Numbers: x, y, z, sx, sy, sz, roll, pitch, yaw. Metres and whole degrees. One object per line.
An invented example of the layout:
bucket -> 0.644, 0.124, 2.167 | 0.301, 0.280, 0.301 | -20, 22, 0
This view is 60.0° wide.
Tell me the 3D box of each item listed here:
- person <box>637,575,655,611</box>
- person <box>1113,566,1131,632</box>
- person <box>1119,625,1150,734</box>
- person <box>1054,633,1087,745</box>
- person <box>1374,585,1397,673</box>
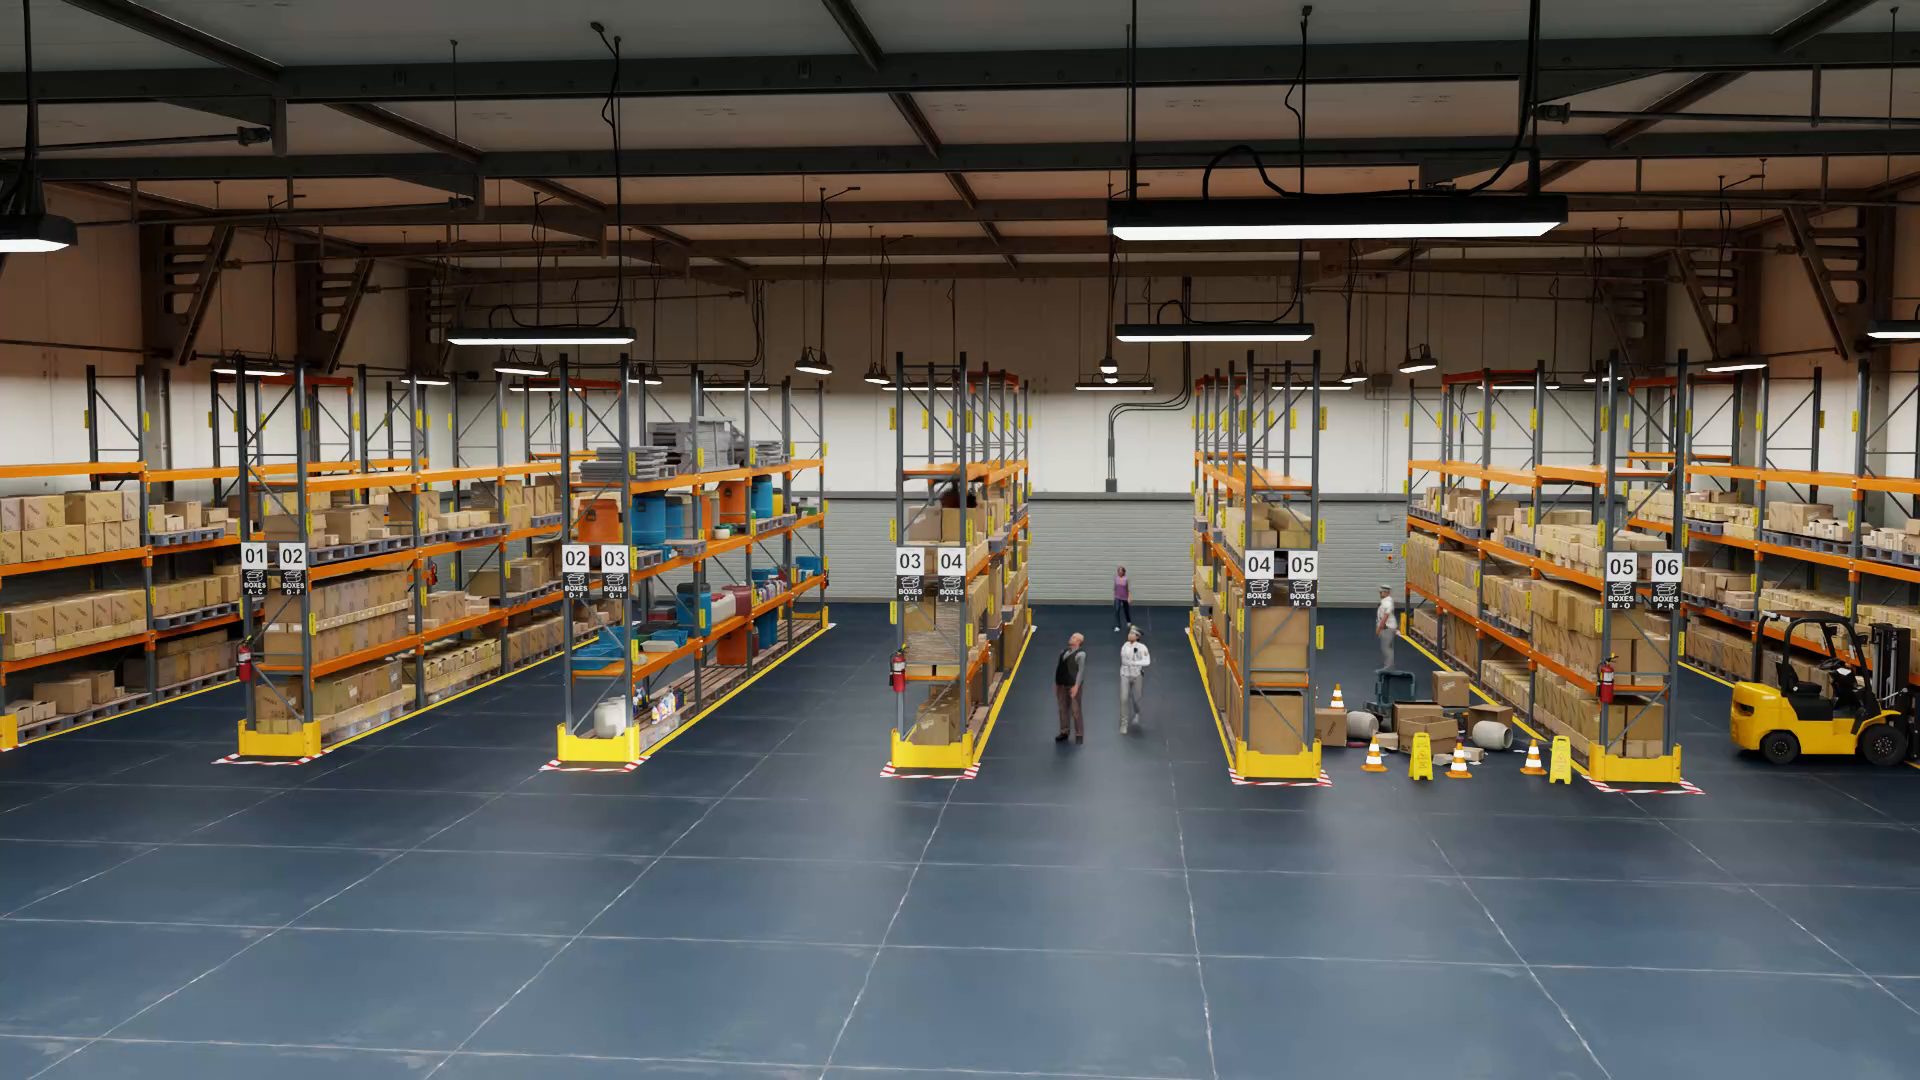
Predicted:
person -> -8.148, 1.122, 43.244 | 0.507, 1.603, 1.014 | -2, 4, -25
person -> 3.884, 1.391, 39.829 | 0.463, 1.543, 0.864 | 1, 4, 14
person -> 2.846, 2.248, 26.994 | 0.503, 1.738, 0.773 | 1, 4, 11
person -> 1.721, 2.325, 26.007 | 0.571, 1.741, 0.453 | 3, 5, 37
person -> 8.474, 1.778, 33.045 | 0.423, 1.767, 0.558 | 2, 4, 22
